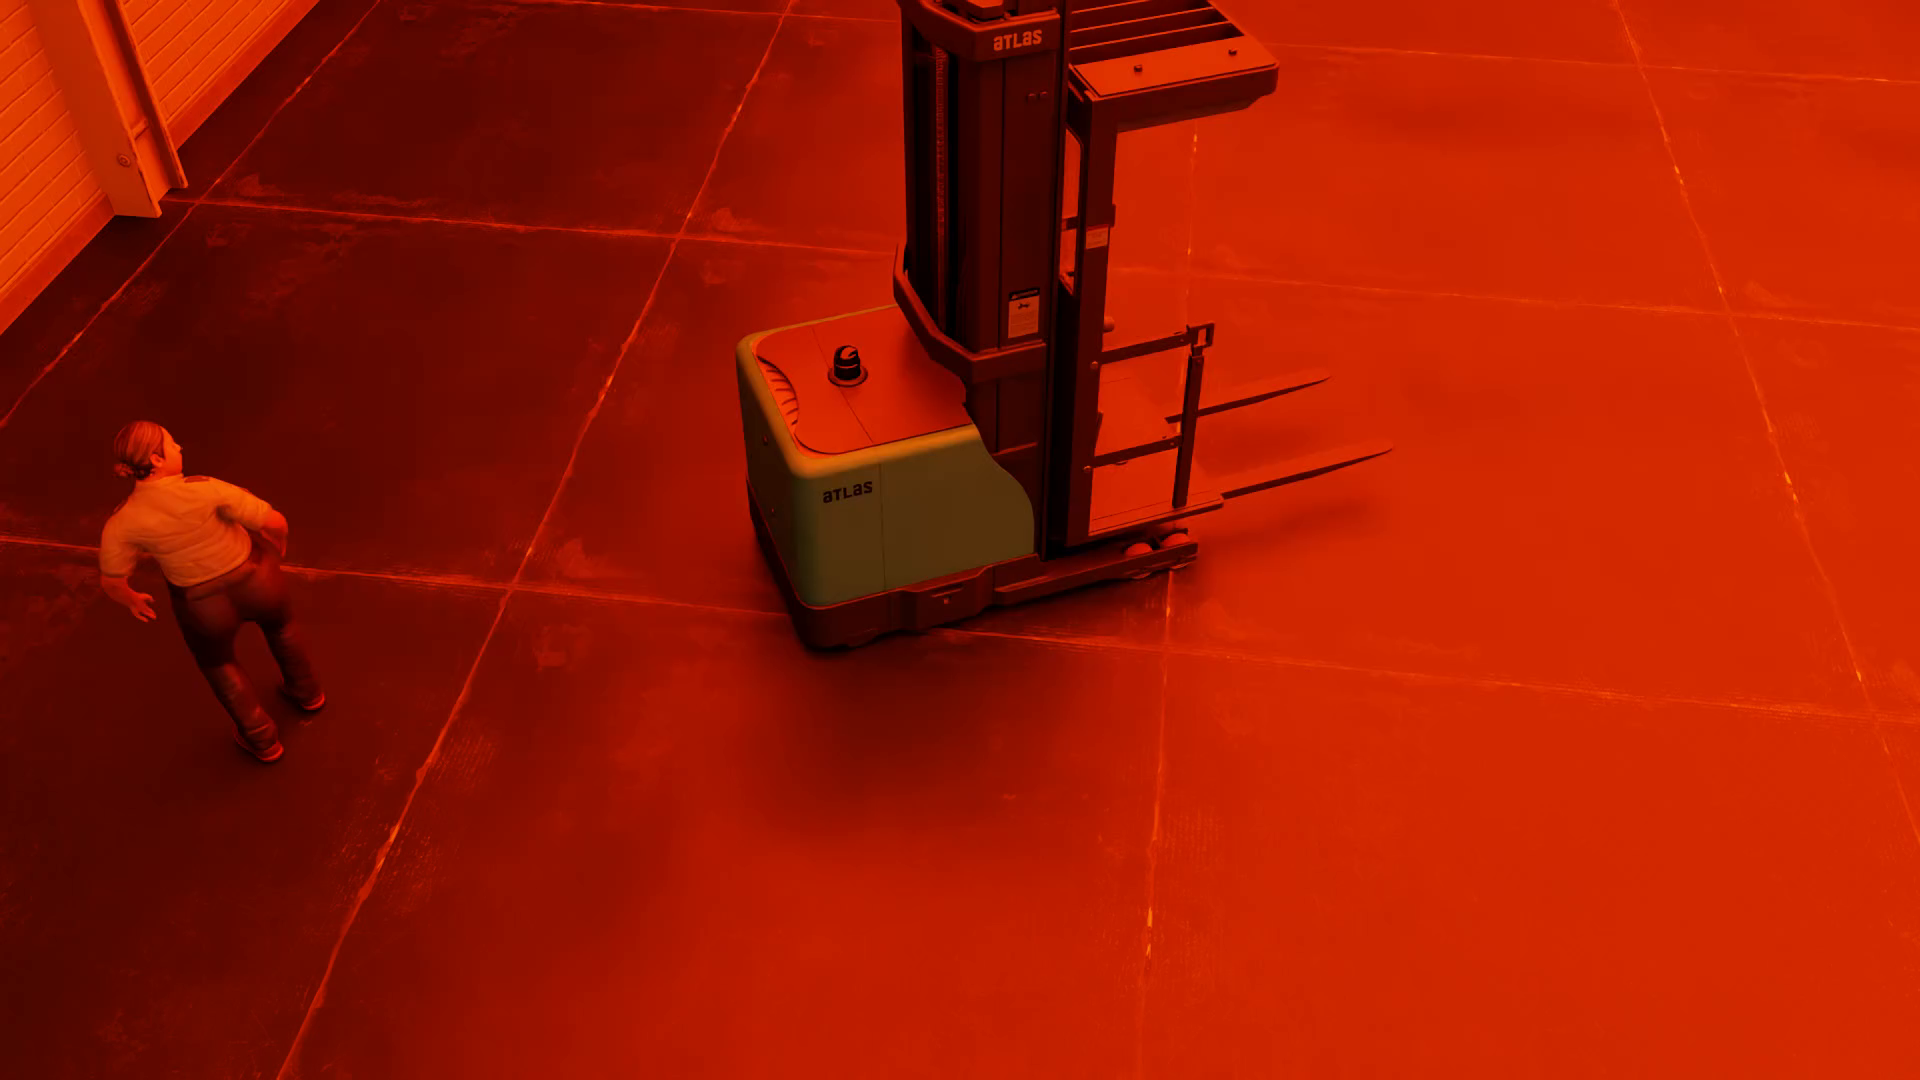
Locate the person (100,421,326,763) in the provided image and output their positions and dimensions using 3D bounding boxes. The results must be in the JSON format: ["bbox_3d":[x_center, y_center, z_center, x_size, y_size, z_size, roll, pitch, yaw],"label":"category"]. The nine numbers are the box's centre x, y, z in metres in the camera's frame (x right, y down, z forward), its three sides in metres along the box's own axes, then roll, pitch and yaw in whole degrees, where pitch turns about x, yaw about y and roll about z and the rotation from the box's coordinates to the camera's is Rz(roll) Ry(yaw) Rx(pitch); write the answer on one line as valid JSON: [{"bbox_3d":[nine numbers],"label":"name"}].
[{"bbox_3d":[-2.931,0.188,6.495,0.674,1.624,0.486,-24,48,-24],"label":"person"}]

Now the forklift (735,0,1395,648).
[{"bbox_3d":[0.572,-1.223,7.055,3.031,2.935,1.130,-14,44,-15],"label":"forklift"}]
